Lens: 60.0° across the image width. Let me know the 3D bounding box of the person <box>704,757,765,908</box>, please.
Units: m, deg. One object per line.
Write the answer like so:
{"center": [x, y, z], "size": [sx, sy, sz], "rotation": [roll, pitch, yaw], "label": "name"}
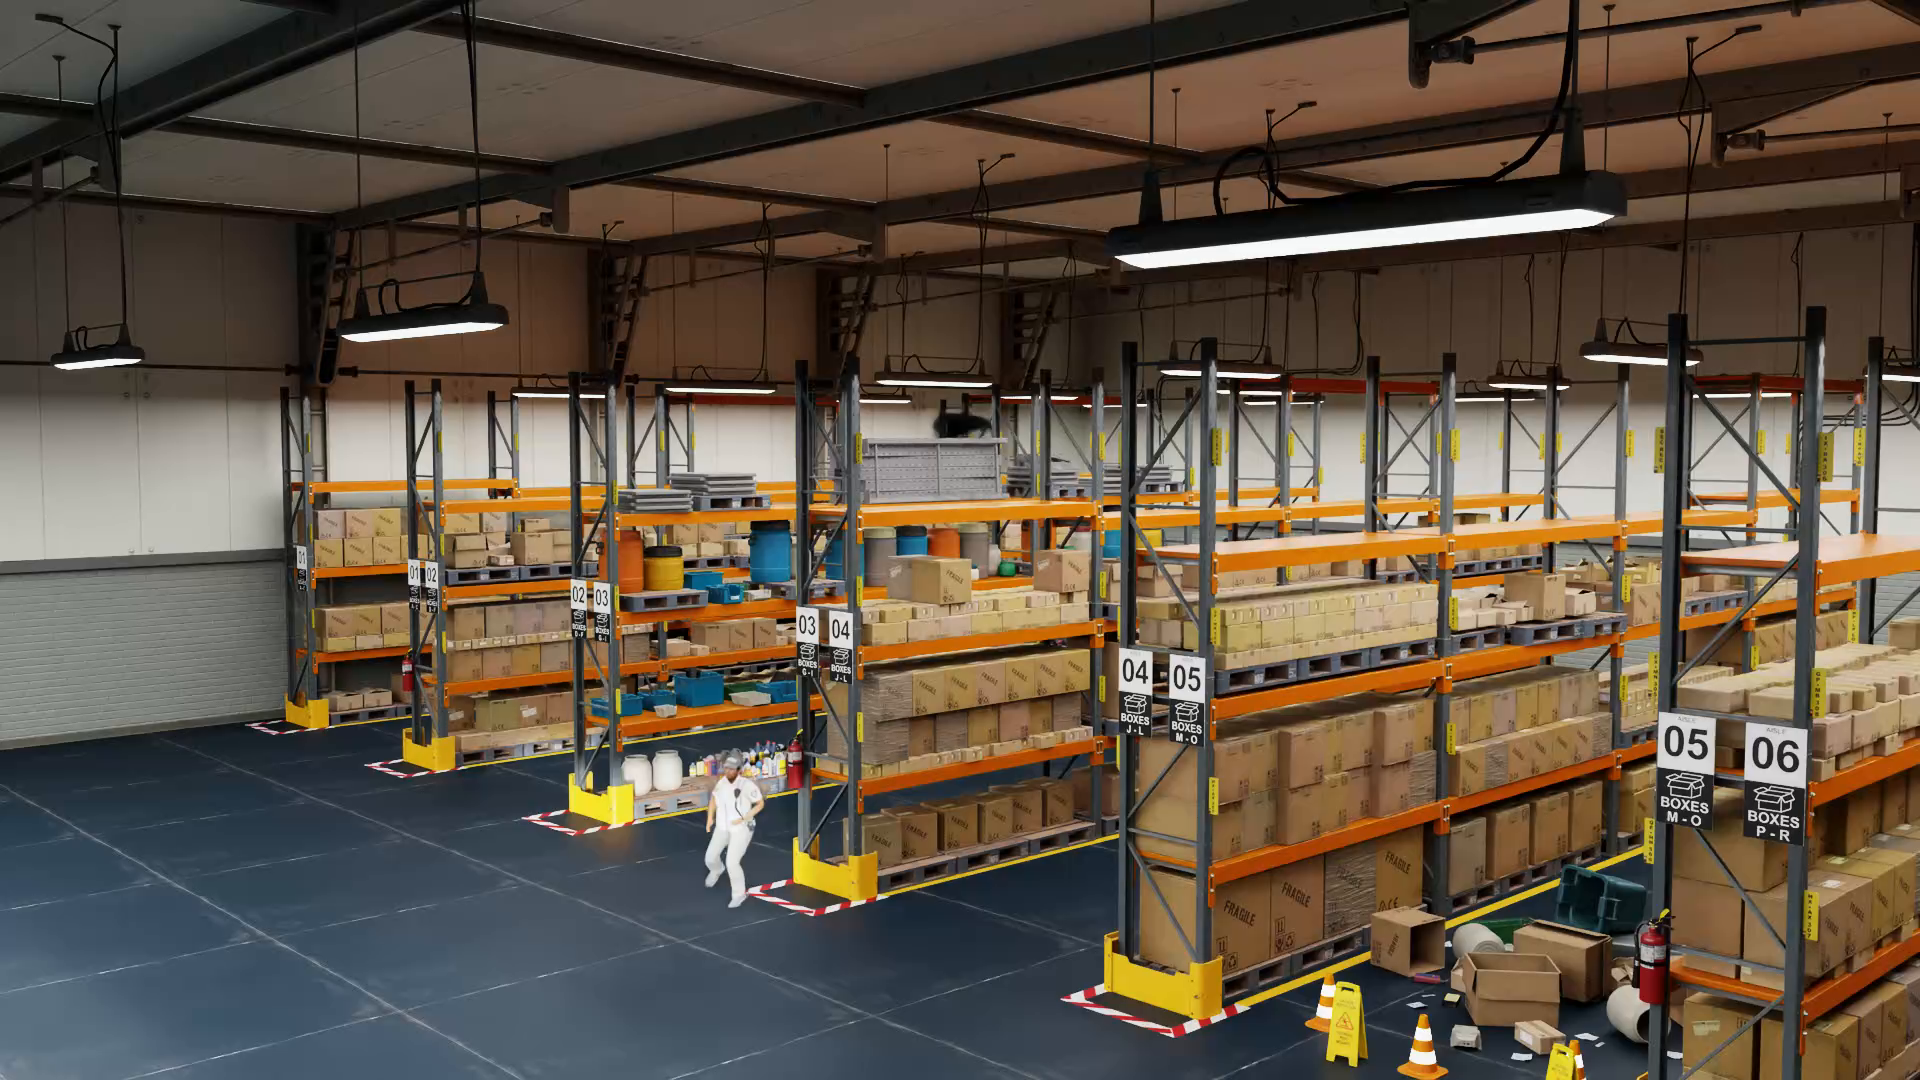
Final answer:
{"center": [-2.534, 3.208, 18.429], "size": [0.820, 1.667, 0.612], "rotation": [1, 4, 21], "label": "person"}
